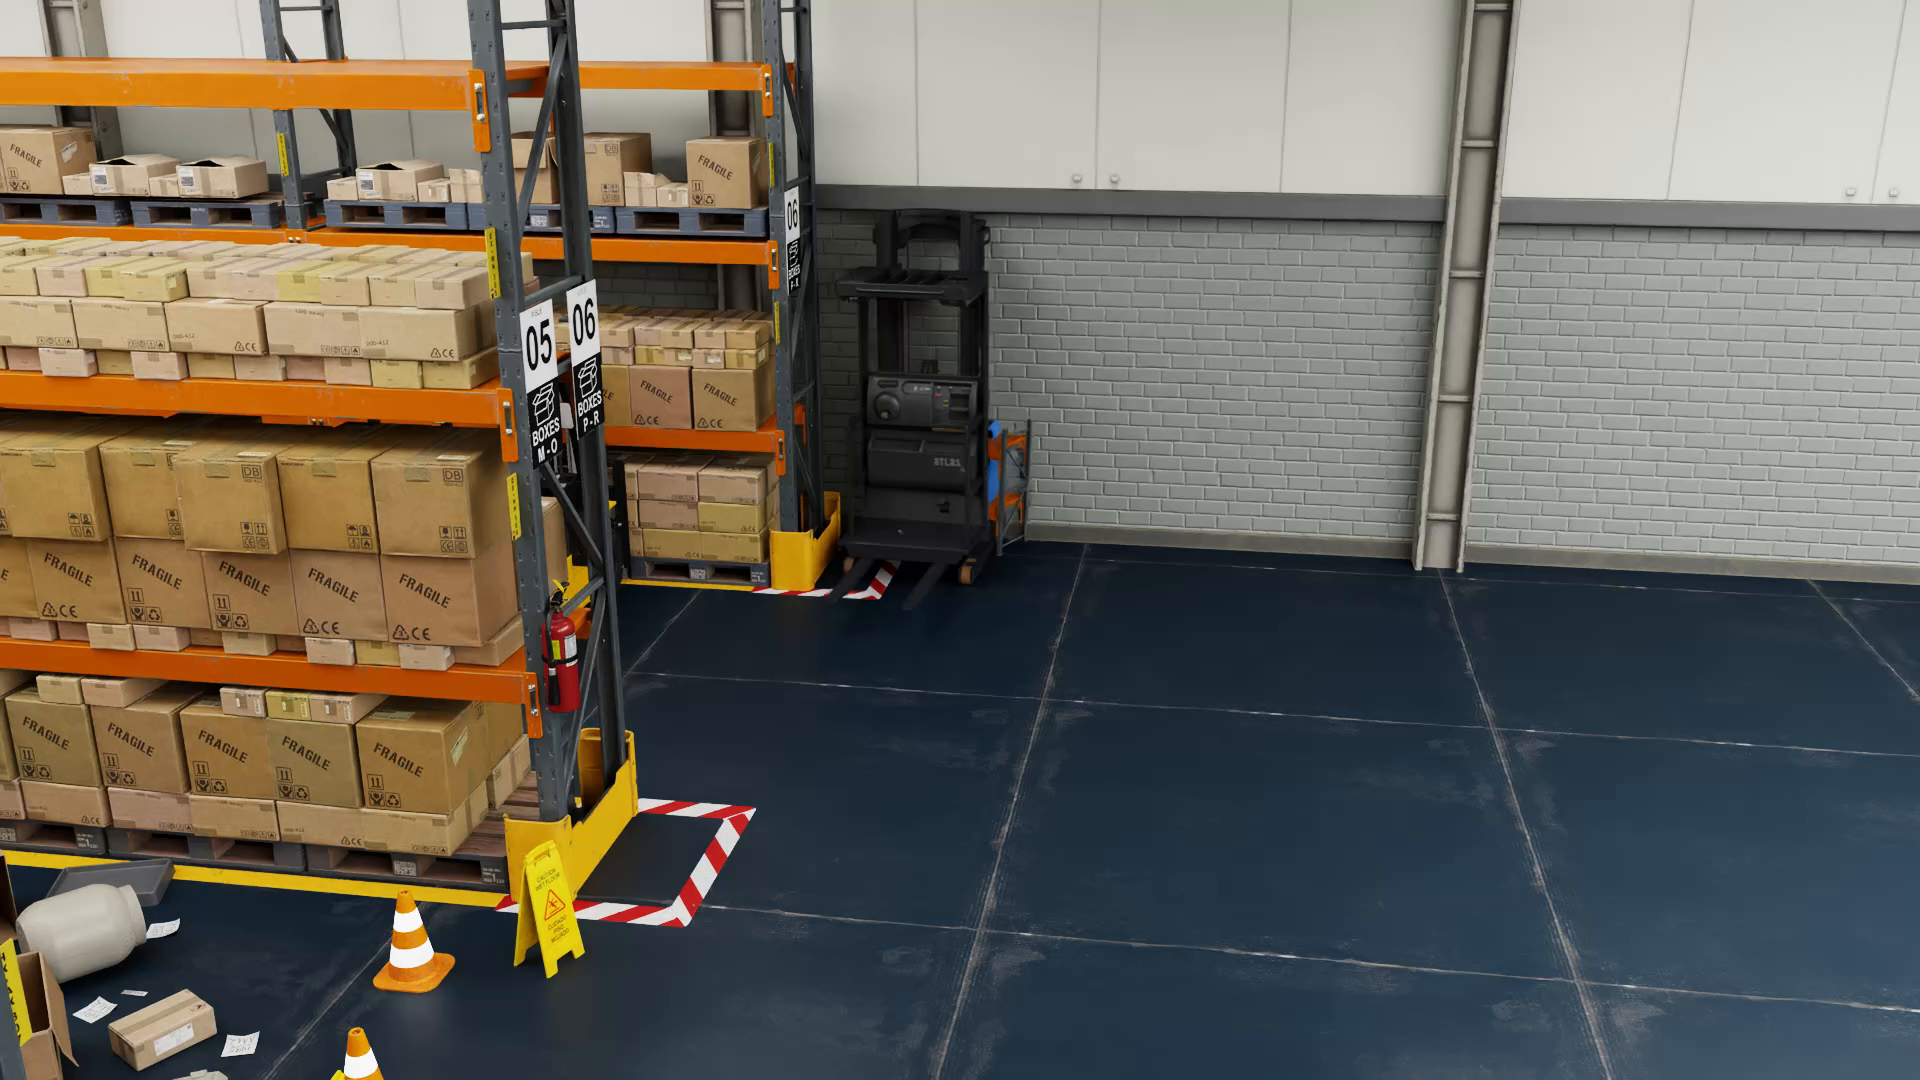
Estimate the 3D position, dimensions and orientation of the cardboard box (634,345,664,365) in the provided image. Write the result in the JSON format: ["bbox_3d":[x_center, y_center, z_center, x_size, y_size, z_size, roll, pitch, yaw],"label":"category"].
[{"bbox_3d":[-2.451,-1.530,13.468,0.250,0.149,0.380,3,19,8],"label":"cardboard box"}]

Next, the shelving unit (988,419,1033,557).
[{"bbox_3d":[0.031,-0.542,14.620,1.048,1.125,0.538,12,20,28],"label":"shelving unit"}]

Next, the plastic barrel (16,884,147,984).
[{"bbox_3d":[-4.381,1.954,8.296,0.512,0.421,0.421,-15,24,-38],"label":"plastic barrel"}]

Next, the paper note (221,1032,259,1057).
[{"bbox_3d":[-3.351,2.346,7.743,0.142,0.019,0.148,-3,19,-10],"label":"paper note"}]

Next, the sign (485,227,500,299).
[{"bbox_3d":[-2.209,-1.308,7.861,0.005,0.325,0.100,3,19,9],"label":"sign"}]

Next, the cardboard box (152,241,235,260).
[{"bbox_3d":[-4.157,-1.525,9.046,0.250,0.149,0.380,3,19,9],"label":"cardboard box"}]

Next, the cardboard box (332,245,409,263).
[{"bbox_3d":[-3.145,-1.477,8.902,0.250,0.149,0.380,3,19,8],"label":"cardboard box"}]

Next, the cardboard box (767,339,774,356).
[{"bbox_3d":[-1.612,-1.647,13.817,0.250,0.149,0.380,2,19,7],"label":"cardboard box"}]

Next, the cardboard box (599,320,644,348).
[{"bbox_3d":[-2.725,-1.663,13.397,0.250,0.149,0.380,3,19,10],"label":"cardboard box"}]

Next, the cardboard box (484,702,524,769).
[{"bbox_3d":[-2.878,0.983,9.628,0.500,0.500,0.500,2,19,7],"label":"cardboard box"}]

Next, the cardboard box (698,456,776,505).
[{"bbox_3d":[-1.822,-0.488,13.630,0.500,0.250,0.500,4,19,10],"label":"cardboard box"}]

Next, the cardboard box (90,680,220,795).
[{"bbox_3d":[-4.469,1.074,9.356,0.500,0.500,0.500,4,19,12],"label":"cardboard box"}]

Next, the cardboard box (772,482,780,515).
[{"bbox_3d":[-1.749,-0.414,14.198,0.500,0.250,0.500,3,19,10],"label":"cardboard box"}]

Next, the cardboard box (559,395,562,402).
[{"bbox_3d":[-3.360,-1.260,13.683,0.500,0.500,0.500,3,19,9],"label":"cardboard box"}]

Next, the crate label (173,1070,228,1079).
[{"bbox_3d":[-3.357,2.447,7.275,0.298,0.136,0.250,-7,20,-20],"label":"crate label"}]

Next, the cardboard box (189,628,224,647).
[{"bbox_3d":[-4.011,0.446,9.138,0.250,0.149,0.380,3,19,9],"label":"cardboard box"}]

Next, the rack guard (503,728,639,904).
[{"bbox_3d":[-2.177,1.544,9.402,0.348,0.500,1.175,3,19,9],"label":"rack guard"}]

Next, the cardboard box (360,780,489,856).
[{"bbox_3d":[-2.966,1.509,9.237,0.500,0.250,0.500,3,19,8],"label":"cardboard box"}]

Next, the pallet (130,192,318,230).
[{"bbox_3d":[-6.140,-2.767,13.919,1.217,0.209,0.805,2,19,6],"label":"pallet"}]

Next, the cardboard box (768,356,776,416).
[{"bbox_3d":[-1.763,-1.353,13.961,0.500,0.500,0.500,4,19,10],"label":"cardboard box"}]

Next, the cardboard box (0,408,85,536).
[{"bbox_3d":[-5.150,-0.379,9.007,0.500,0.500,0.700,3,19,9],"label":"cardboard box"}]

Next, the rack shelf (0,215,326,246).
[{"bbox_3d":[-7.242,-2.577,14.183,4.000,0.370,1.077,3,19,9],"label":"rack shelf"}]

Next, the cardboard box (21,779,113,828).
[{"bbox_3d":[-4.982,1.403,9.554,0.500,0.250,0.500,4,19,12],"label":"cardboard box"}]

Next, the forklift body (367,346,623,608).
[{"bbox_3d":[-3.480,-0.315,12.354,1.214,2.155,2.313,3,19,9],"label":"forklift body"}]

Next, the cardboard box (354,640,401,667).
[{"bbox_3d":[-3.022,0.532,8.883,0.250,0.149,0.380,3,19,8],"label":"cardboard box"}]

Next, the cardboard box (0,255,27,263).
[{"bbox_3d":[-5.016,-1.361,8.555,0.250,0.149,0.380,3,19,8],"label":"cardboard box"}]

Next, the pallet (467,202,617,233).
[{"bbox_3d":[-3.220,-2.678,13.492,1.213,0.211,1.003,3,19,9],"label":"pallet"}]

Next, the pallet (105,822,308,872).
[{"bbox_3d":[-4.174,1.566,9.789,1.213,0.211,1.003,3,19,9],"label":"pallet"}]

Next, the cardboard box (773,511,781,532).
[{"bbox_3d":[-1.772,-0.174,14.269,0.500,0.250,0.500,3,19,9],"label":"cardboard box"}]

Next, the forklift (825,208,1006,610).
[{"bbox_3d":[-0.360,-1.147,13.611,1.130,2.935,3.031,4,19,12],"label":"forklift"}]

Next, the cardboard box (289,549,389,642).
[{"bbox_3d":[-3.175,0.206,8.834,0.500,0.500,0.500,3,19,9],"label":"cardboard box"}]

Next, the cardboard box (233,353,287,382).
[{"bbox_3d":[-3.499,-0.929,8.522,0.250,0.149,0.380,3,19,8],"label":"cardboard box"}]

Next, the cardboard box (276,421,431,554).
[{"bbox_3d":[-3.139,-0.286,8.728,0.500,0.500,0.700,3,19,9],"label":"cardboard box"}]

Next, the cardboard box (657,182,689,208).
[{"bbox_3d":[-2.184,-2.690,12.964,0.250,0.149,0.380,2,19,7],"label":"cardboard box"}]

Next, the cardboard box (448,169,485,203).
[{"bbox_3d":[-3.850,-2.830,13.199,0.258,0.266,0.396,2,19,7],"label":"cardboard box"}]

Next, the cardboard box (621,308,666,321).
[{"bbox_3d":[-2.638,-1.828,13.891,0.250,0.149,0.380,4,19,10],"label":"cardboard box"}]

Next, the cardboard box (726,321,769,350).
[{"bbox_3d":[-1.705,-1.641,13.333,0.250,0.149,0.380,3,19,9],"label":"cardboard box"}]

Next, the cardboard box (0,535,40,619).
[{"bbox_3d":[-5.161,0.100,9.152,0.500,0.500,0.500,3,19,8],"label":"cardboard box"}]

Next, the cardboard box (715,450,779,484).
[{"bbox_3d":[-1.762,-0.646,14.103,0.500,0.250,0.500,3,19,8],"label":"cardboard box"}]

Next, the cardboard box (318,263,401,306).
[{"bbox_3d":[-2.986,-1.276,8.302,0.250,0.149,0.380,3,19,8],"label":"cardboard box"}]

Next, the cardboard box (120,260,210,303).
[{"bbox_3d":[-4.002,-1.311,8.405,0.250,0.149,0.380,3,19,10],"label":"cardboard box"}]

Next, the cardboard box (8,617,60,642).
[{"bbox_3d":[-5.027,0.420,9.217,0.250,0.149,0.380,3,19,10],"label":"cardboard box"}]

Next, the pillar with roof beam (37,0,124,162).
[{"bbox_3d":[-8.469,-3.309,10.510,0.400,9.000,9.100,3,19,9],"label":"pillar with roof beam"}]

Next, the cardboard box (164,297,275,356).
[{"bbox_3d":[-3.659,-1.122,8.470,0.500,0.250,0.500,3,19,10],"label":"cardboard box"}]

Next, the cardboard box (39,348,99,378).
[{"bbox_3d":[-4.523,-0.958,8.607,0.250,0.149,0.380,3,19,8],"label":"cardboard box"}]

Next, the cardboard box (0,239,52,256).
[{"bbox_3d":[-5.192,-1.543,9.099,0.250,0.149,0.380,3,19,10],"label":"cardboard box"}]

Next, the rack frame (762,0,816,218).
[{"bbox_3d":[-1.318,-4.038,12.690,0.127,3.000,1.000,3,19,9],"label":"rack frame"}]

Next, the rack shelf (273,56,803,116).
[{"bbox_3d":[-3.293,-3.608,13.169,4.000,0.370,1.077,3,19,9],"label":"rack shelf"}]

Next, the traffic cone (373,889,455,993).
[{"bbox_3d":[-2.731,1.948,8.253,0.334,0.463,0.336,3,19,9],"label":"traffic cone"}]

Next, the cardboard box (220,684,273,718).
[{"bbox_3d":[-3.815,0.820,9.092,0.250,0.149,0.380,4,19,11],"label":"cardboard box"}]

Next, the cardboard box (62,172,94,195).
[{"bbox_3d":[-7.163,-2.944,13.722,0.250,0.149,0.380,3,19,8],"label":"cardboard box"}]

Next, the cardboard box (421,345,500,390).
[{"bbox_3d":[-2.498,-0.872,8.350,0.250,0.149,0.380,3,19,9],"label":"cardboard box"}]

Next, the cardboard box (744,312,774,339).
[{"bbox_3d":[-1.616,-1.773,13.727,0.250,0.149,0.380,3,19,8],"label":"cardboard box"}]

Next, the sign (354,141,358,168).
[{"bbox_3d":[-5.181,-3.274,14.193,0.005,0.325,0.100,3,19,9],"label":"sign"}]
